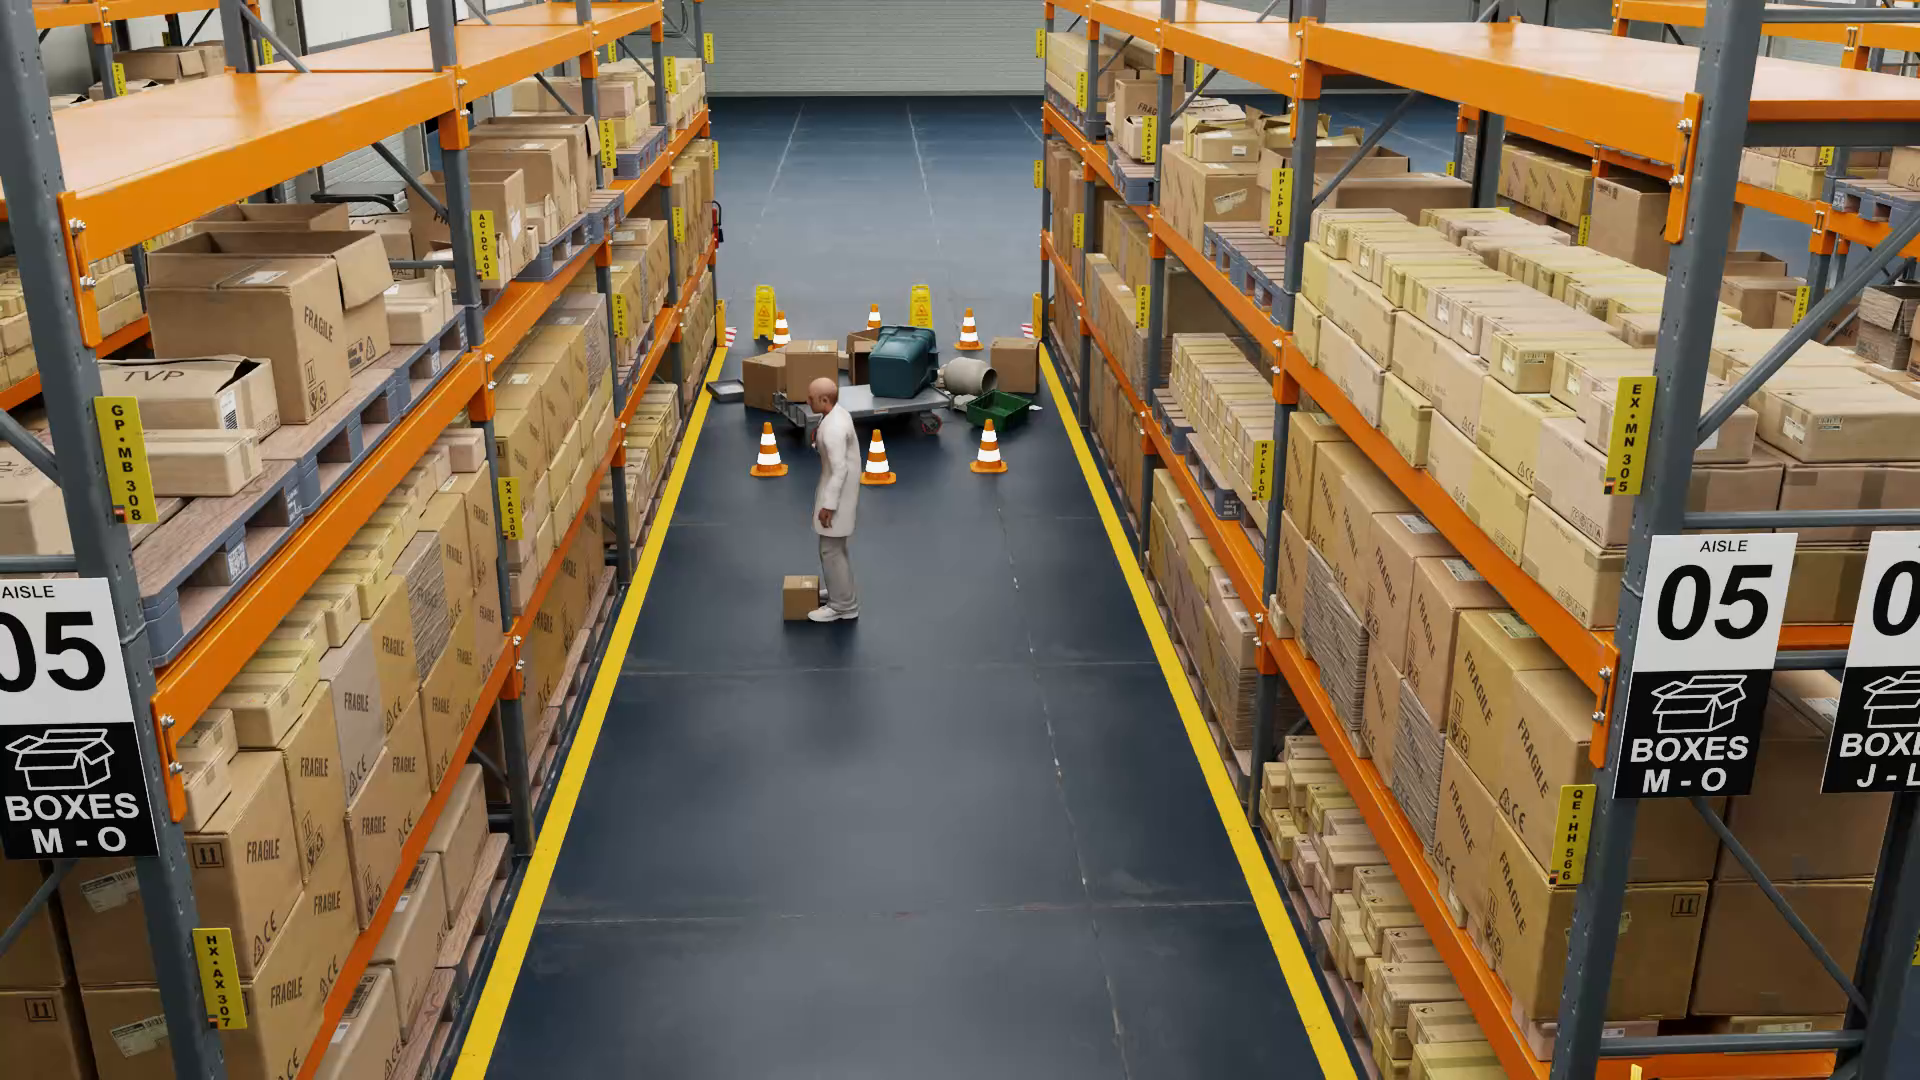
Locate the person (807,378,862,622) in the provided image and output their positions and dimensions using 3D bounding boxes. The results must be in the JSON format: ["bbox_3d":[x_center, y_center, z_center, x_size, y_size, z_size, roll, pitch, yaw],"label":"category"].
[{"bbox_3d":[-0.912,-0.303,11.926,0.425,1.774,0.644,-1,20,-3],"label":"person"}]
